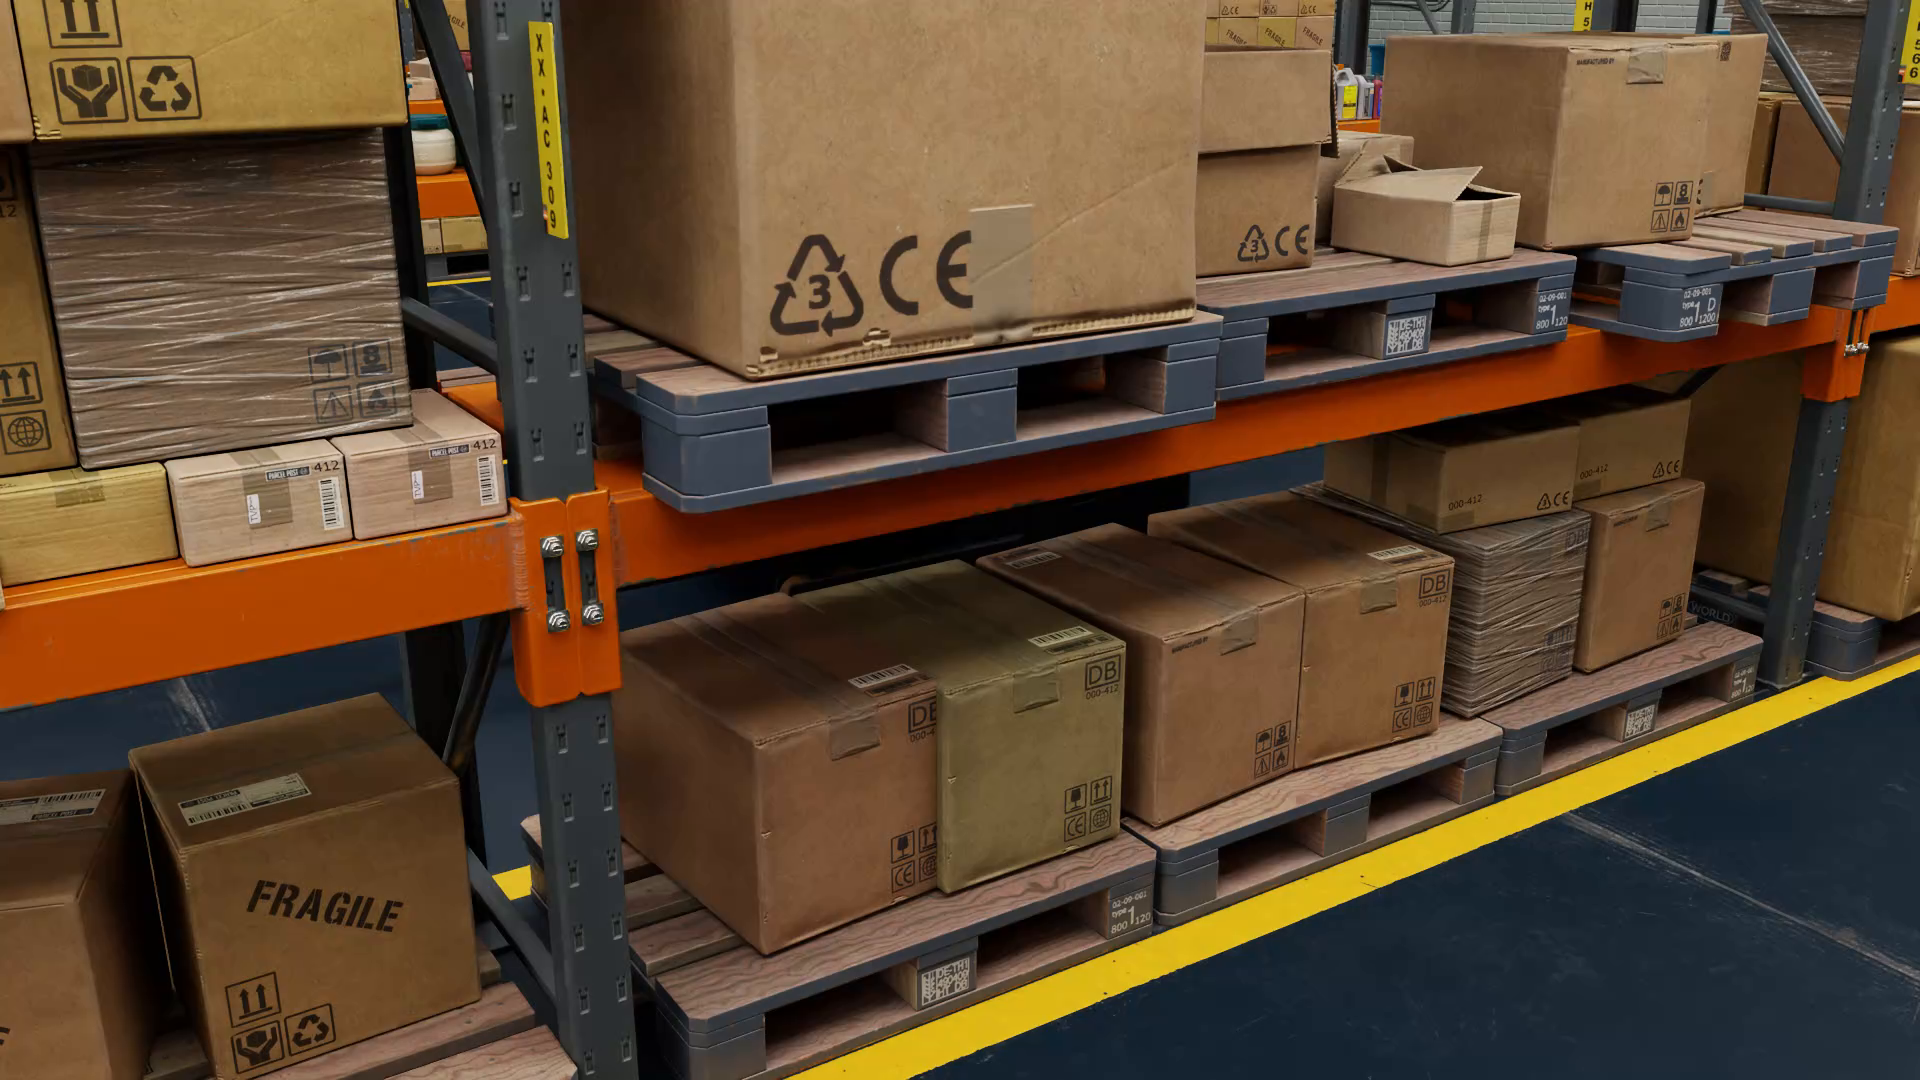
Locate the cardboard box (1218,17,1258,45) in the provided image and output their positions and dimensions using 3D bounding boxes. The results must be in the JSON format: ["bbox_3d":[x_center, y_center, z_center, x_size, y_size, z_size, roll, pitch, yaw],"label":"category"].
[{"bbox_3d":[2.551,-4.855,16.266,0.500,0.500,0.500,-12,22,-31],"label":"cardboard box"}]

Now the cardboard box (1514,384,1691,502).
[{"bbox_3d":[1.847,-0.332,5.089,0.500,0.250,0.500,-11,22,-29],"label":"cardboard box"}]

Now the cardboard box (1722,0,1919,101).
[{"bbox_3d":[3.010,-1.726,5.443,0.637,0.503,0.797,-11,22,-30],"label":"cardboard box"}]

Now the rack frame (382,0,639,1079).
[{"bbox_3d":[-0.950,-0.374,3.168,0.127,3.000,1.000,-12,22,-31],"label":"rack frame"}]

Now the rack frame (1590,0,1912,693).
[{"bbox_3d":[2.390,-1.079,5.252,0.127,3.000,1.000,-12,22,-31],"label":"rack frame"}]

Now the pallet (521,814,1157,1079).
[{"bbox_3d":[-0.301,0.809,4.021,1.213,0.211,1.003,-12,22,-31],"label":"pallet"}]

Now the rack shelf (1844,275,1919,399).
[{"bbox_3d":[4.061,-1.090,6.409,4.000,0.370,1.077,-12,22,-31],"label":"rack shelf"}]

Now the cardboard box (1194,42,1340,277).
[{"bbox_3d":[0.447,-0.952,4.060,0.637,0.503,0.797,-9,21,-26],"label":"cardboard box"}]

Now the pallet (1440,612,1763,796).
[{"bbox_3d":[1.737,0.380,5.292,1.213,0.211,1.003,-12,22,-31],"label":"pallet"}]

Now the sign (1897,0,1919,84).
[{"bbox_3d":[2.697,-1.446,4.654,0.005,0.325,0.100,-12,22,-31],"label":"sign"}]

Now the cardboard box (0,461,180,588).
[{"bbox_3d":[-1.424,-0.069,2.658,0.250,0.149,0.380,-12,22,-31],"label":"cardboard box"}]

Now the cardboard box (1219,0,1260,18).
[{"bbox_3d":[2.554,-5.325,16.096,0.500,0.500,0.500,-11,22,-30],"label":"cardboard box"}]

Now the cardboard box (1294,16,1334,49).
[{"bbox_3d":[3.402,-5.034,16.795,0.500,0.500,0.500,-11,22,-30],"label":"cardboard box"}]

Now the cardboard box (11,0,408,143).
[{"bbox_3d":[-1.175,-0.883,2.492,0.500,0.500,0.500,-12,22,-31],"label":"cardboard box"}]

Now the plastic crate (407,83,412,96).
[{"bbox_3d":[-2.924,-1.969,7.910,0.575,0.384,0.392,-12,22,-31],"label":"plastic crate"}]

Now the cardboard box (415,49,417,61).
[{"bbox_3d":[-5.651,-5.070,17.418,0.250,0.149,0.380,-12,22,-31],"label":"cardboard box"}]

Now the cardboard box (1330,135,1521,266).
[{"bbox_3d":[1.146,-0.848,4.123,0.258,0.266,0.396,-13,22,-33],"label":"cardboard box"}]

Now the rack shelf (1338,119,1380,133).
[{"bbox_3d":[1.337,-2.415,10.328,4.000,0.370,1.077,-12,22,-31],"label":"rack shelf"}]

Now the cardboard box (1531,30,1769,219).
[{"bbox_3d":[1.961,-1.219,4.855,0.500,0.500,0.500,-15,24,-38],"label":"cardboard box"}]

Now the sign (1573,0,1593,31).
[{"bbox_3d":[2.082,-1.775,5.504,0.005,0.325,0.100,-12,22,-31],"label":"sign"}]

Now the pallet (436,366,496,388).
[{"bbox_3d":[-2.020,-0.743,8.612,1.213,0.211,1.003,-12,22,-31],"label":"pallet"}]

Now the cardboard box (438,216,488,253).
[{"bbox_3d":[-3.789,-2.376,12.726,0.500,0.250,0.500,-12,22,-32],"label":"cardboard box"}]

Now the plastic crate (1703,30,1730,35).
[{"bbox_3d":[6.171,-3.749,13.001,0.499,0.435,0.616,-12,22,-31],"label":"plastic crate"}]

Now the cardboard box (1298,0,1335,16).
[{"bbox_3d":[3.406,-5.507,16.634,0.500,0.500,0.500,-12,22,-32],"label":"cardboard box"}]

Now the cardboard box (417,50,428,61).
[{"bbox_3d":[-5.380,-4.940,17.034,0.250,0.149,0.380,-12,22,-32],"label":"cardboard box"}]

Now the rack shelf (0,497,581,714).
[{"bbox_3d":[-2.621,0.319,2.241,4.000,0.370,1.077,-12,22,-31],"label":"rack shelf"}]

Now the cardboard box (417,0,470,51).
[{"bbox_3d":[-5.236,-5.268,16.992,0.500,0.500,0.500,-11,22,-30],"label":"cardboard box"}]

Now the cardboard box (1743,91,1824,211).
[{"bbox_3d":[2.666,-1.279,5.689,0.500,0.500,0.500,-11,22,-30],"label":"cardboard box"}]

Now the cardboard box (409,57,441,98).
[{"bbox_3d":[-3.908,-3.581,12.793,0.500,0.311,0.500,-12,22,-32],"label":"cardboard box"}]

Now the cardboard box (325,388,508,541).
[{"bbox_3d":[-0.968,-0.139,2.863,0.250,0.149,0.380,-12,22,-31],"label":"cardboard box"}]

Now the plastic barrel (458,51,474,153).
[{"bbox_3d":[-2.142,-2.002,7.772,0.433,0.535,0.433,0,19,0],"label":"plastic barrel"}]

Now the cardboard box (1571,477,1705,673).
[{"bbox_3d":[1.842,0.021,5.217,0.500,0.500,0.700,-13,23,-34],"label":"cardboard box"}]

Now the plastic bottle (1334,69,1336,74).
[{"bbox_3d":[2.340,-2.874,10.638,0.185,0.351,0.144,-12,22,-31],"label":"plastic bottle"}]

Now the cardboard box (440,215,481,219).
[{"bbox_3d":[-3.787,-2.640,12.631,0.500,0.311,0.500,-12,22,-32],"label":"cardboard box"}]

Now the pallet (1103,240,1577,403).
[{"bbox_3d":[0.760,-0.628,4.219,1.213,0.211,1.003,-12,22,-31],"label":"pallet"}]

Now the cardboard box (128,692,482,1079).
[{"bbox_3d":[-1.306,0.671,3.324,0.500,0.500,0.500,-13,22,-33],"label":"cardboard box"}]

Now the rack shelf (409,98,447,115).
[{"bbox_3d":[-4.725,-3.036,12.164,4.000,0.370,1.077,-12,22,-31],"label":"rack shelf"}]

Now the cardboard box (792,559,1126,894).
[{"bbox_3d":[-0.017,0.420,4.034,0.500,0.500,0.700,-12,22,-32],"label":"cardboard box"}]

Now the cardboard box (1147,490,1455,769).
[{"bbox_3d":[0.916,0.223,4.617,0.500,0.500,0.700,-10,21,-27],"label":"cardboard box"}]

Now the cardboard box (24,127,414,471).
[{"bbox_3d":[-1.360,-0.500,2.918,0.500,0.500,0.875,-12,22,-31],"label":"cardboard box"}]

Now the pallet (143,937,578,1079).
[{"bbox_3d":[-1.492,1.075,3.236,1.213,0.211,1.003,-12,22,-31],"label":"pallet"}]

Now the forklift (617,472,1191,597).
[{"bbox_3d":[-0.586,-1.290,5.983,3.031,2.935,1.130,-11,22,-30],"label":"forklift"}]

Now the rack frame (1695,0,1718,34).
[{"bbox_3d":[6.348,-3.813,13.338,0.127,3.000,1.000,-12,22,-31],"label":"rack frame"}]

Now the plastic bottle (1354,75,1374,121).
[{"bbox_3d":[2.551,-2.829,10.623,0.135,0.276,0.152,-12,22,-31],"label":"plastic bottle"}]

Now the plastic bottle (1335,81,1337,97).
[{"bbox_3d":[2.265,-2.803,10.428,0.185,0.351,0.144,-12,22,-31],"label":"plastic bottle"}]
